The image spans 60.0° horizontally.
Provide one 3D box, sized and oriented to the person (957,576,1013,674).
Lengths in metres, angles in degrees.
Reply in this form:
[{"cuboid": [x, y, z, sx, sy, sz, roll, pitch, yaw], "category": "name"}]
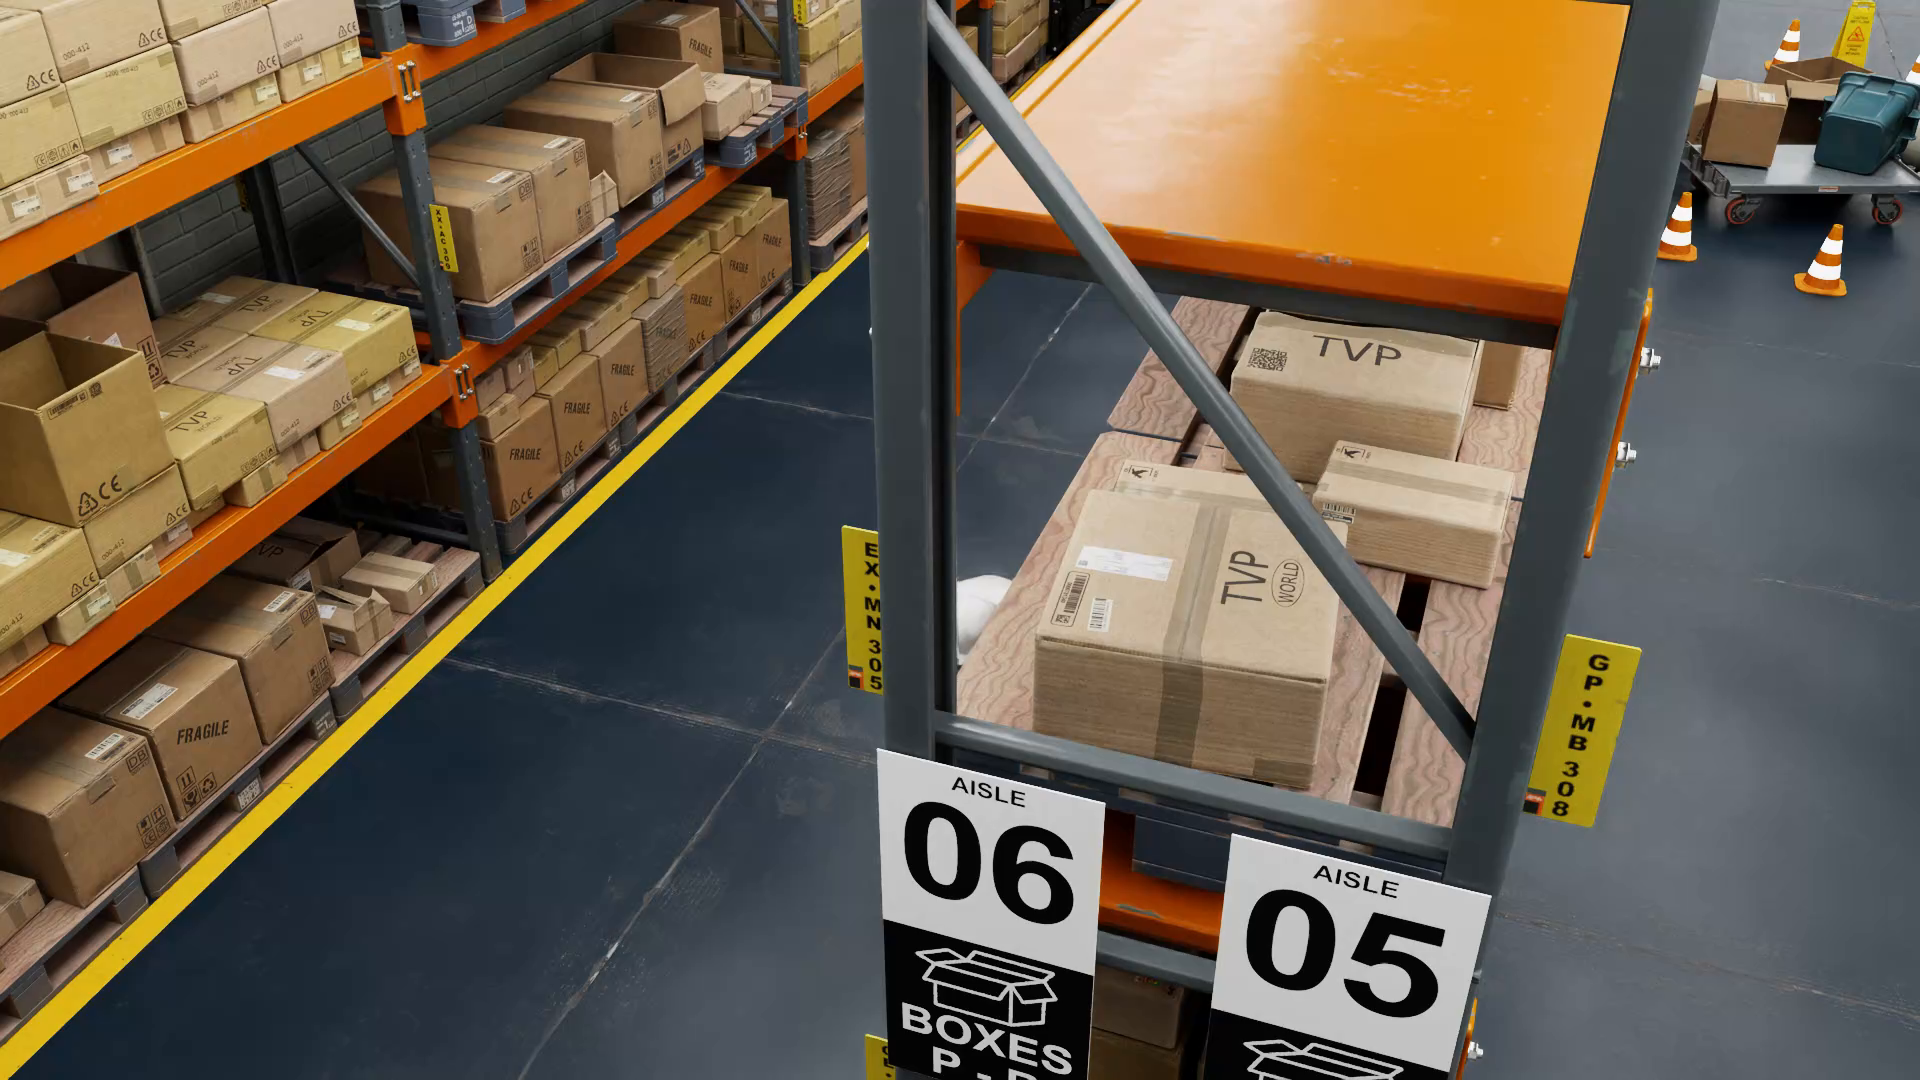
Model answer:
[{"cuboid": [0.124, 0.557, 7.268, 0.560, 1.147, 0.862, 11, 35, 16], "category": "person"}]
